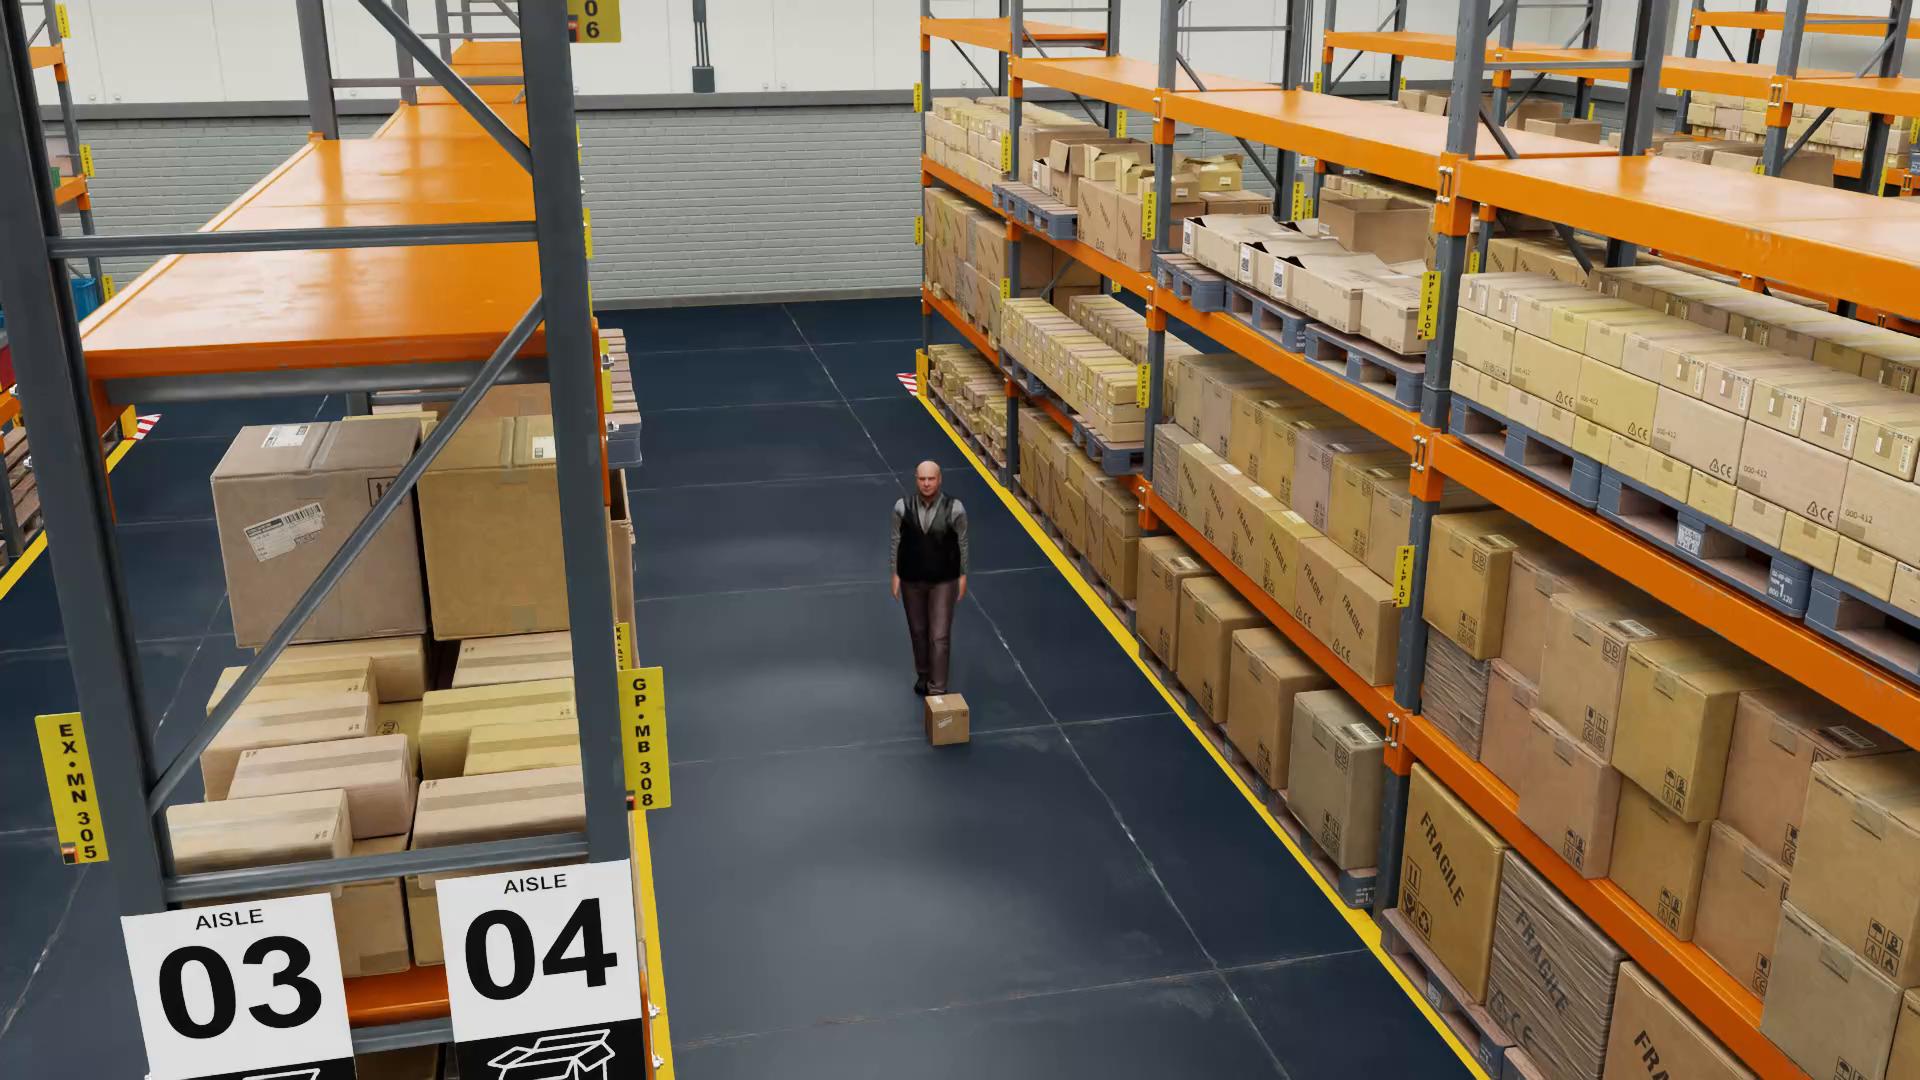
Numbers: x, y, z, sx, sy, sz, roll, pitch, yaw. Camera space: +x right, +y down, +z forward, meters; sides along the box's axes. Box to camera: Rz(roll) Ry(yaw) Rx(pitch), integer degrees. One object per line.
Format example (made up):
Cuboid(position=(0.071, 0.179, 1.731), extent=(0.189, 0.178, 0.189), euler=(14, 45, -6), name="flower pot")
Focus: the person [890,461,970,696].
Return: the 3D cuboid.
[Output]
Cuboid(position=(-0.241, 0.322, 11.480), extent=(0.548, 1.708, 0.764), euler=(4, 20, 10), name="person")
